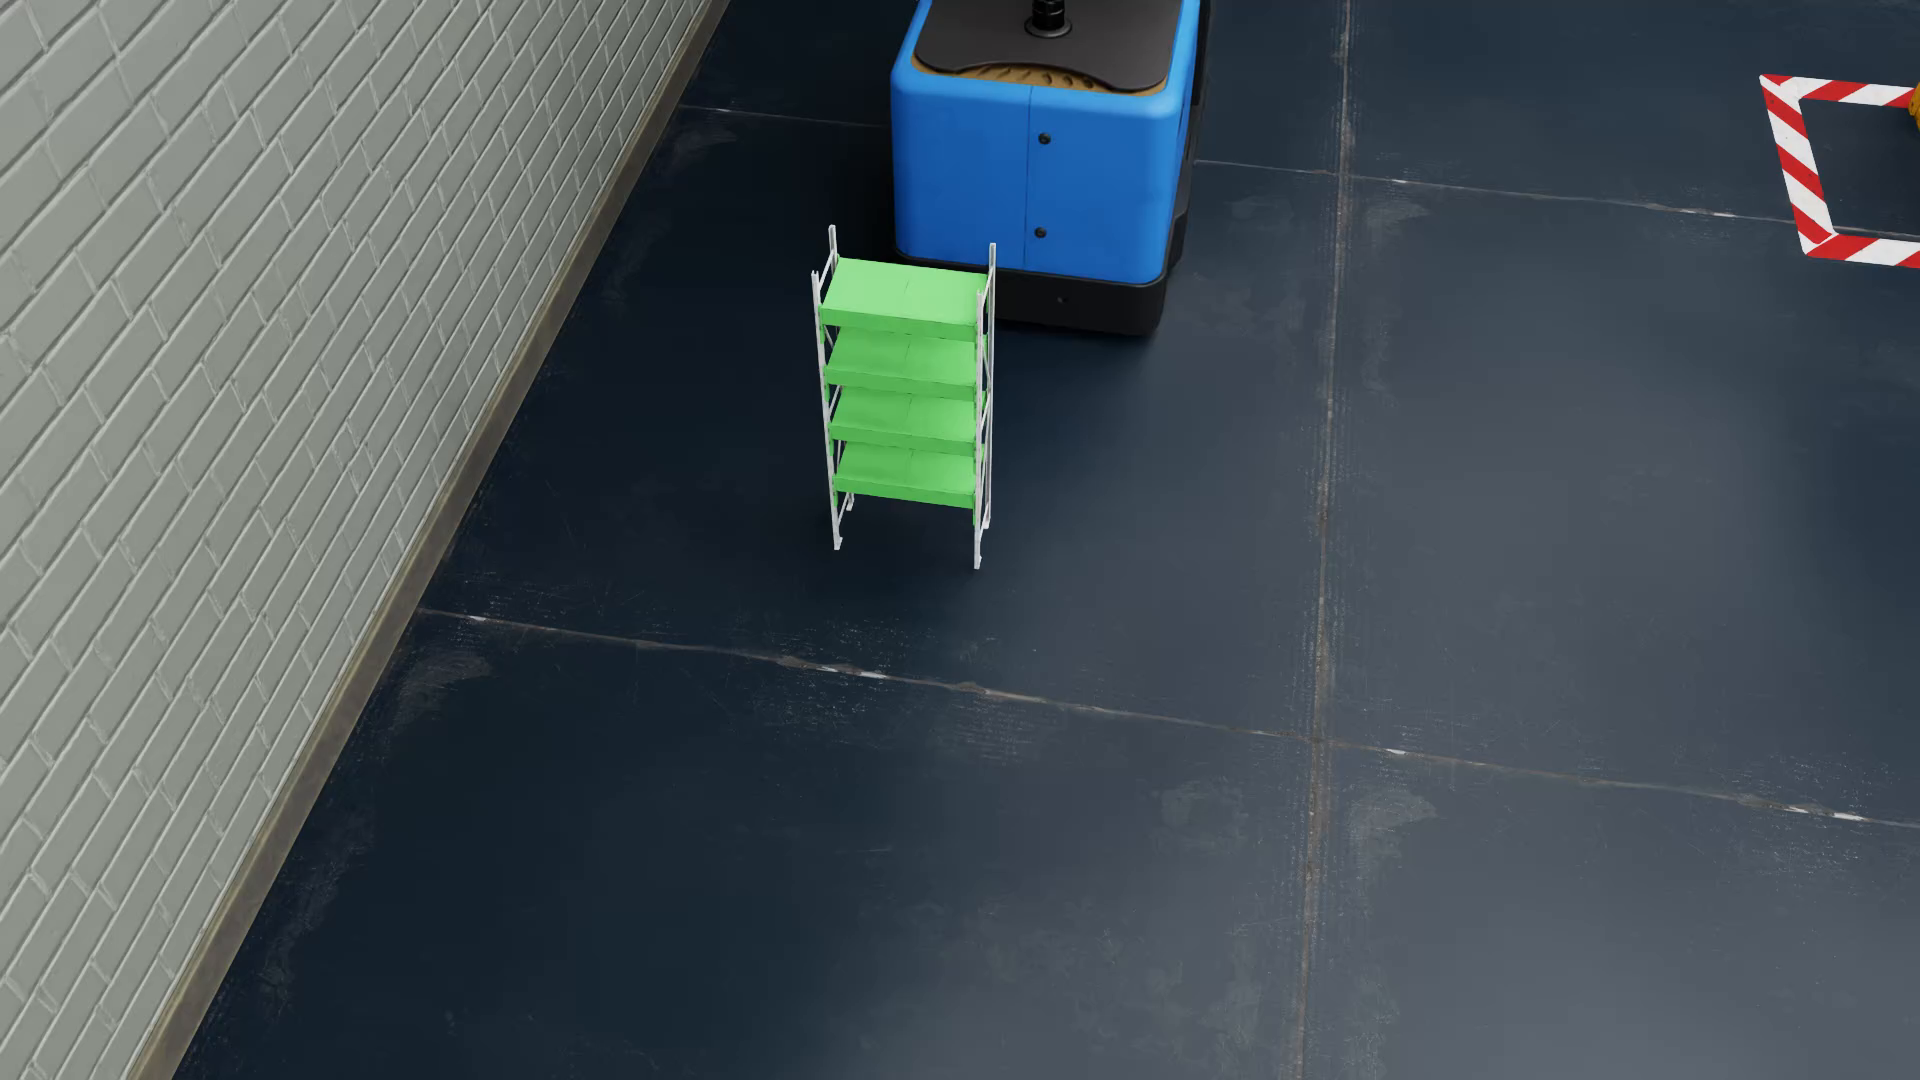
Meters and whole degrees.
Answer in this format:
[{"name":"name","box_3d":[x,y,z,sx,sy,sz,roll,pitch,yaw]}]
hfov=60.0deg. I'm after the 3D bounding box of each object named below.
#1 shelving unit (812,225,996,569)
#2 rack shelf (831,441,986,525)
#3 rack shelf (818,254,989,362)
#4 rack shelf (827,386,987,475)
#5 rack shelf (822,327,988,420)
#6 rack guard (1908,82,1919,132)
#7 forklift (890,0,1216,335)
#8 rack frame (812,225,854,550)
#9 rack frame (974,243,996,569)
[{"name":"shelving unit","box_3d":[-0.163,-0.423,5.323,0.503,1.200,0.258,8,49,7]},{"name":"rack shelf","box_3d":[-0.163,-0.220,5.549,0.480,0.148,0.258,8,49,7]},{"name":"rack shelf","box_3d":[-0.163,-0.701,5.014,0.480,0.148,0.258,8,49,7]},{"name":"rack shelf","box_3d":[-0.163,-0.380,5.371,0.480,0.148,0.258,8,49,7]},{"name":"rack shelf","box_3d":[-0.163,-0.541,5.192,0.480,0.148,0.258,8,49,7]},{"name":"rack guard","box_3d":[4.354,-1.714,6.954,0.348,0.500,1.175,8,49,7]},{"name":"forklift","box_3d":[0.523,-2.879,6.366,1.130,2.935,3.031,8,49,7]},{"name":"rack frame","box_3d":[-0.403,-0.455,5.352,0.015,1.200,0.240,8,49,7]},{"name":"rack frame","box_3d":[0.077,-0.391,5.294,0.015,1.200,0.240,8,49,7]}]
